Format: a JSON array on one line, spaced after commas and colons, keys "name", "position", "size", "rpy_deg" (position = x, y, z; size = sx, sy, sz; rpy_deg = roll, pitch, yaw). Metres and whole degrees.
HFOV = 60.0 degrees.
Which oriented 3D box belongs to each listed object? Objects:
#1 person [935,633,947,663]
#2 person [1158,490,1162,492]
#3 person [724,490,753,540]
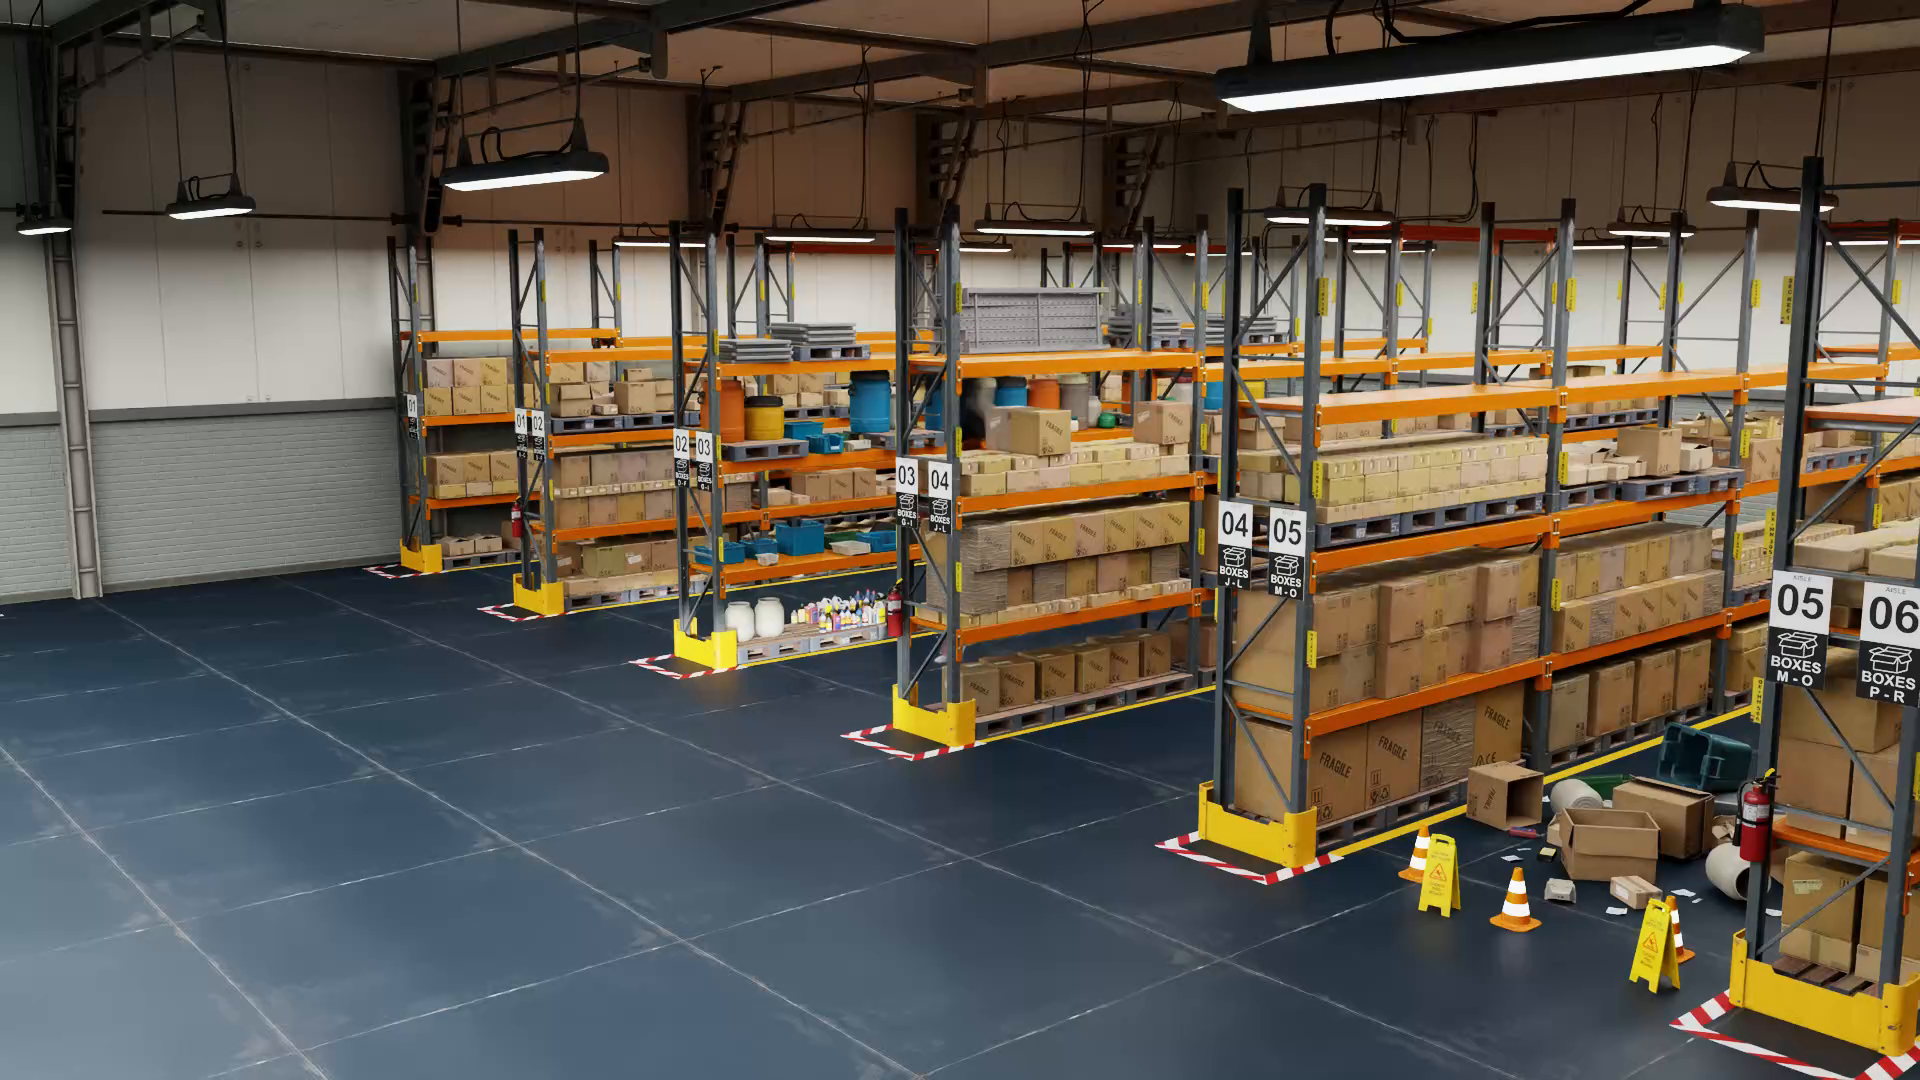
[{"name": "person", "position": [-0.157, 0.770, 21.544], "size": [0.532, 1.644, 0.573], "rpy_deg": [-7, 11, -38]}, {"name": "person", "position": [4.166, -0.652, 32.924], "size": [0.532, 1.511, 0.844], "rpy_deg": [7, 11, 37]}, {"name": "person", "position": [-4.196, -0.457, 30.962], "size": [0.712, 1.776, 0.954], "rpy_deg": [6, 11, 35]}]
